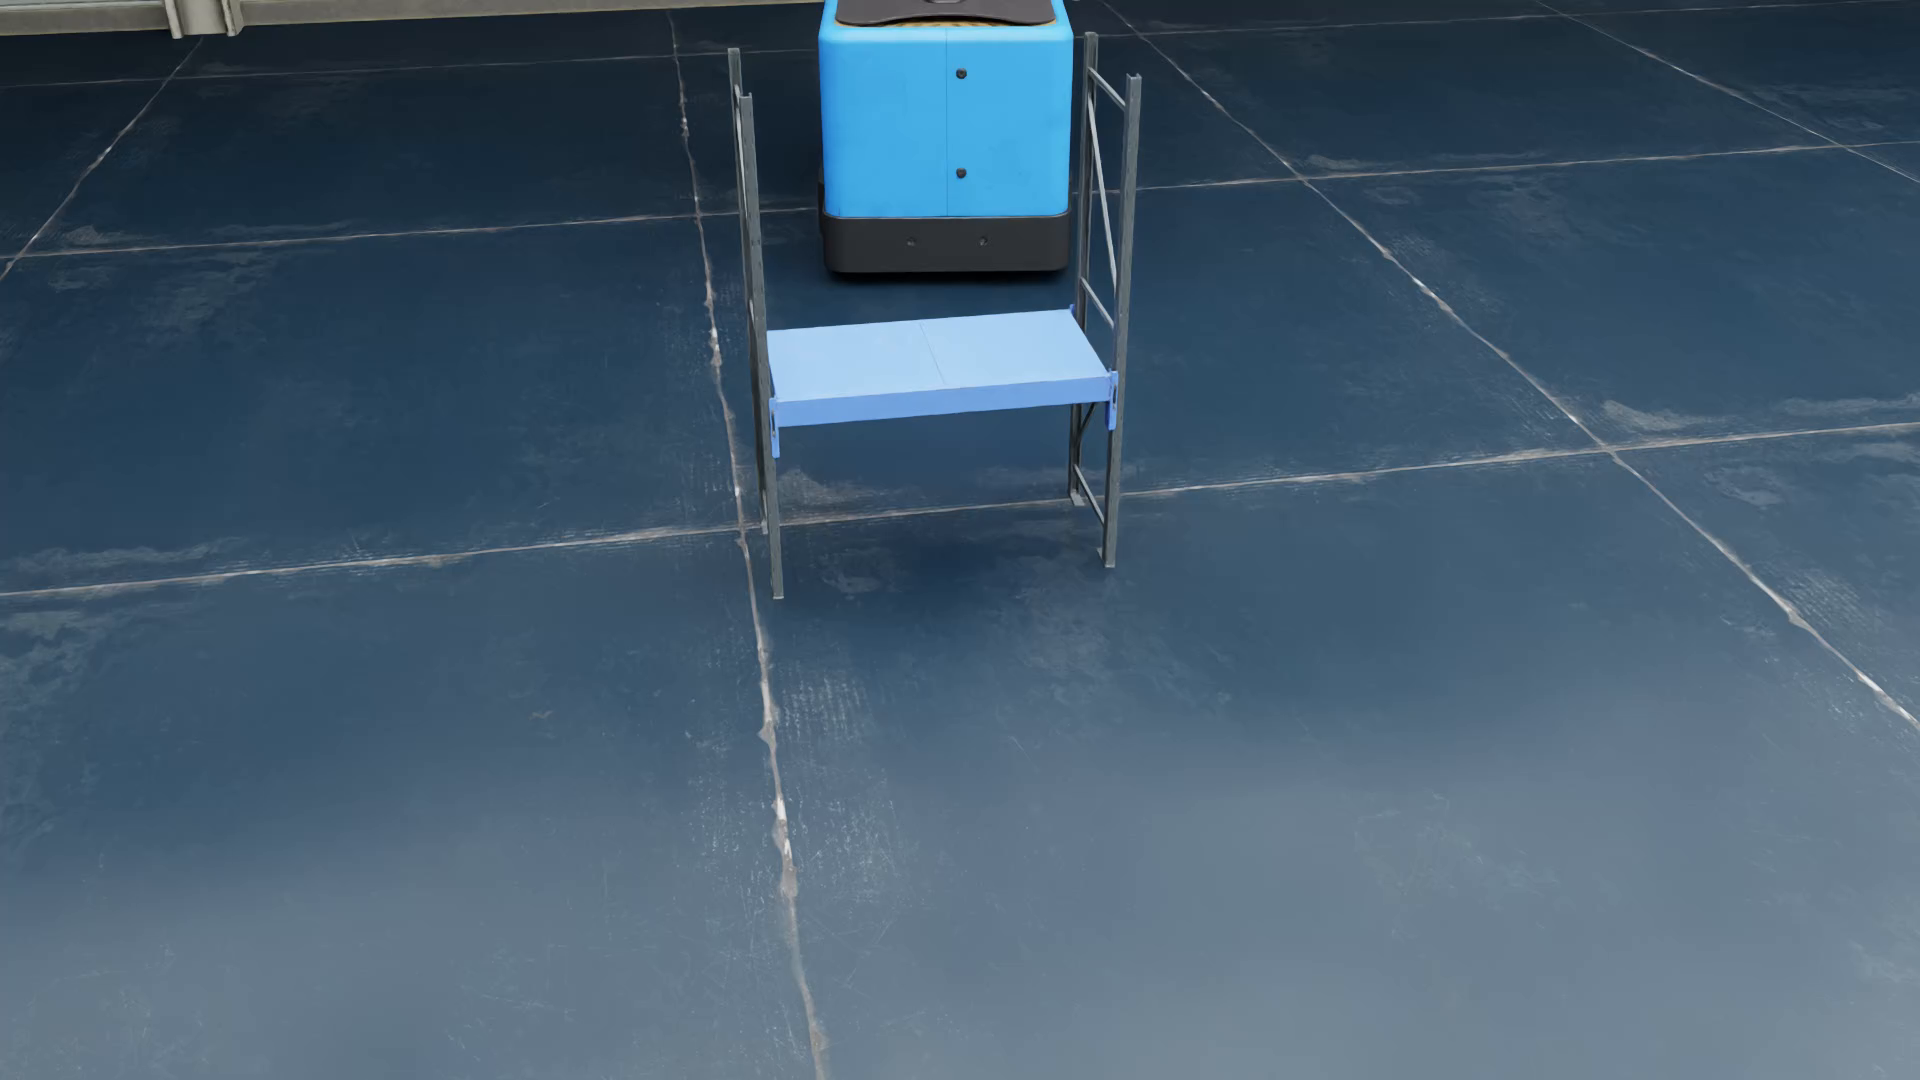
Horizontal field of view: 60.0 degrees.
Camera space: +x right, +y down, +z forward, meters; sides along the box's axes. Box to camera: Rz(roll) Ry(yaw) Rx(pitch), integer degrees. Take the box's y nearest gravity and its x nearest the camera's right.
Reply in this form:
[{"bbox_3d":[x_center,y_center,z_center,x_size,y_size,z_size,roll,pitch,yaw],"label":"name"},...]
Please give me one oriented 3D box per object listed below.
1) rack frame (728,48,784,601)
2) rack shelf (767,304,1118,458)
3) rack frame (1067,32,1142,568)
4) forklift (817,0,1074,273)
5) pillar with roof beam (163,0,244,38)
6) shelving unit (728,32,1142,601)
[{"bbox_3d":[-0.584,-0.592,4.778,0.032,1.500,0.500,-5,31,-9],"label":"rack frame"},{"bbox_3d":[-0.084,-0.484,4.948,1.000,0.185,0.538,-5,31,-9],"label":"rack shelf"},{"bbox_3d":[0.416,-0.685,4.936,0.032,1.500,0.500,-5,31,-9],"label":"rack frame"},{"bbox_3d":[-0.090,-3.103,7.636,1.130,2.935,3.031,-1,30,-1],"label":"forklift"},{"bbox_3d":[-4.165,-5.078,5.008,0.400,9.000,9.100,-5,31,-9],"label":"pillar with roof beam"},{"bbox_3d":[-0.084,-0.639,4.857,1.048,1.500,0.538,-5,31,-9],"label":"shelving unit"}]
